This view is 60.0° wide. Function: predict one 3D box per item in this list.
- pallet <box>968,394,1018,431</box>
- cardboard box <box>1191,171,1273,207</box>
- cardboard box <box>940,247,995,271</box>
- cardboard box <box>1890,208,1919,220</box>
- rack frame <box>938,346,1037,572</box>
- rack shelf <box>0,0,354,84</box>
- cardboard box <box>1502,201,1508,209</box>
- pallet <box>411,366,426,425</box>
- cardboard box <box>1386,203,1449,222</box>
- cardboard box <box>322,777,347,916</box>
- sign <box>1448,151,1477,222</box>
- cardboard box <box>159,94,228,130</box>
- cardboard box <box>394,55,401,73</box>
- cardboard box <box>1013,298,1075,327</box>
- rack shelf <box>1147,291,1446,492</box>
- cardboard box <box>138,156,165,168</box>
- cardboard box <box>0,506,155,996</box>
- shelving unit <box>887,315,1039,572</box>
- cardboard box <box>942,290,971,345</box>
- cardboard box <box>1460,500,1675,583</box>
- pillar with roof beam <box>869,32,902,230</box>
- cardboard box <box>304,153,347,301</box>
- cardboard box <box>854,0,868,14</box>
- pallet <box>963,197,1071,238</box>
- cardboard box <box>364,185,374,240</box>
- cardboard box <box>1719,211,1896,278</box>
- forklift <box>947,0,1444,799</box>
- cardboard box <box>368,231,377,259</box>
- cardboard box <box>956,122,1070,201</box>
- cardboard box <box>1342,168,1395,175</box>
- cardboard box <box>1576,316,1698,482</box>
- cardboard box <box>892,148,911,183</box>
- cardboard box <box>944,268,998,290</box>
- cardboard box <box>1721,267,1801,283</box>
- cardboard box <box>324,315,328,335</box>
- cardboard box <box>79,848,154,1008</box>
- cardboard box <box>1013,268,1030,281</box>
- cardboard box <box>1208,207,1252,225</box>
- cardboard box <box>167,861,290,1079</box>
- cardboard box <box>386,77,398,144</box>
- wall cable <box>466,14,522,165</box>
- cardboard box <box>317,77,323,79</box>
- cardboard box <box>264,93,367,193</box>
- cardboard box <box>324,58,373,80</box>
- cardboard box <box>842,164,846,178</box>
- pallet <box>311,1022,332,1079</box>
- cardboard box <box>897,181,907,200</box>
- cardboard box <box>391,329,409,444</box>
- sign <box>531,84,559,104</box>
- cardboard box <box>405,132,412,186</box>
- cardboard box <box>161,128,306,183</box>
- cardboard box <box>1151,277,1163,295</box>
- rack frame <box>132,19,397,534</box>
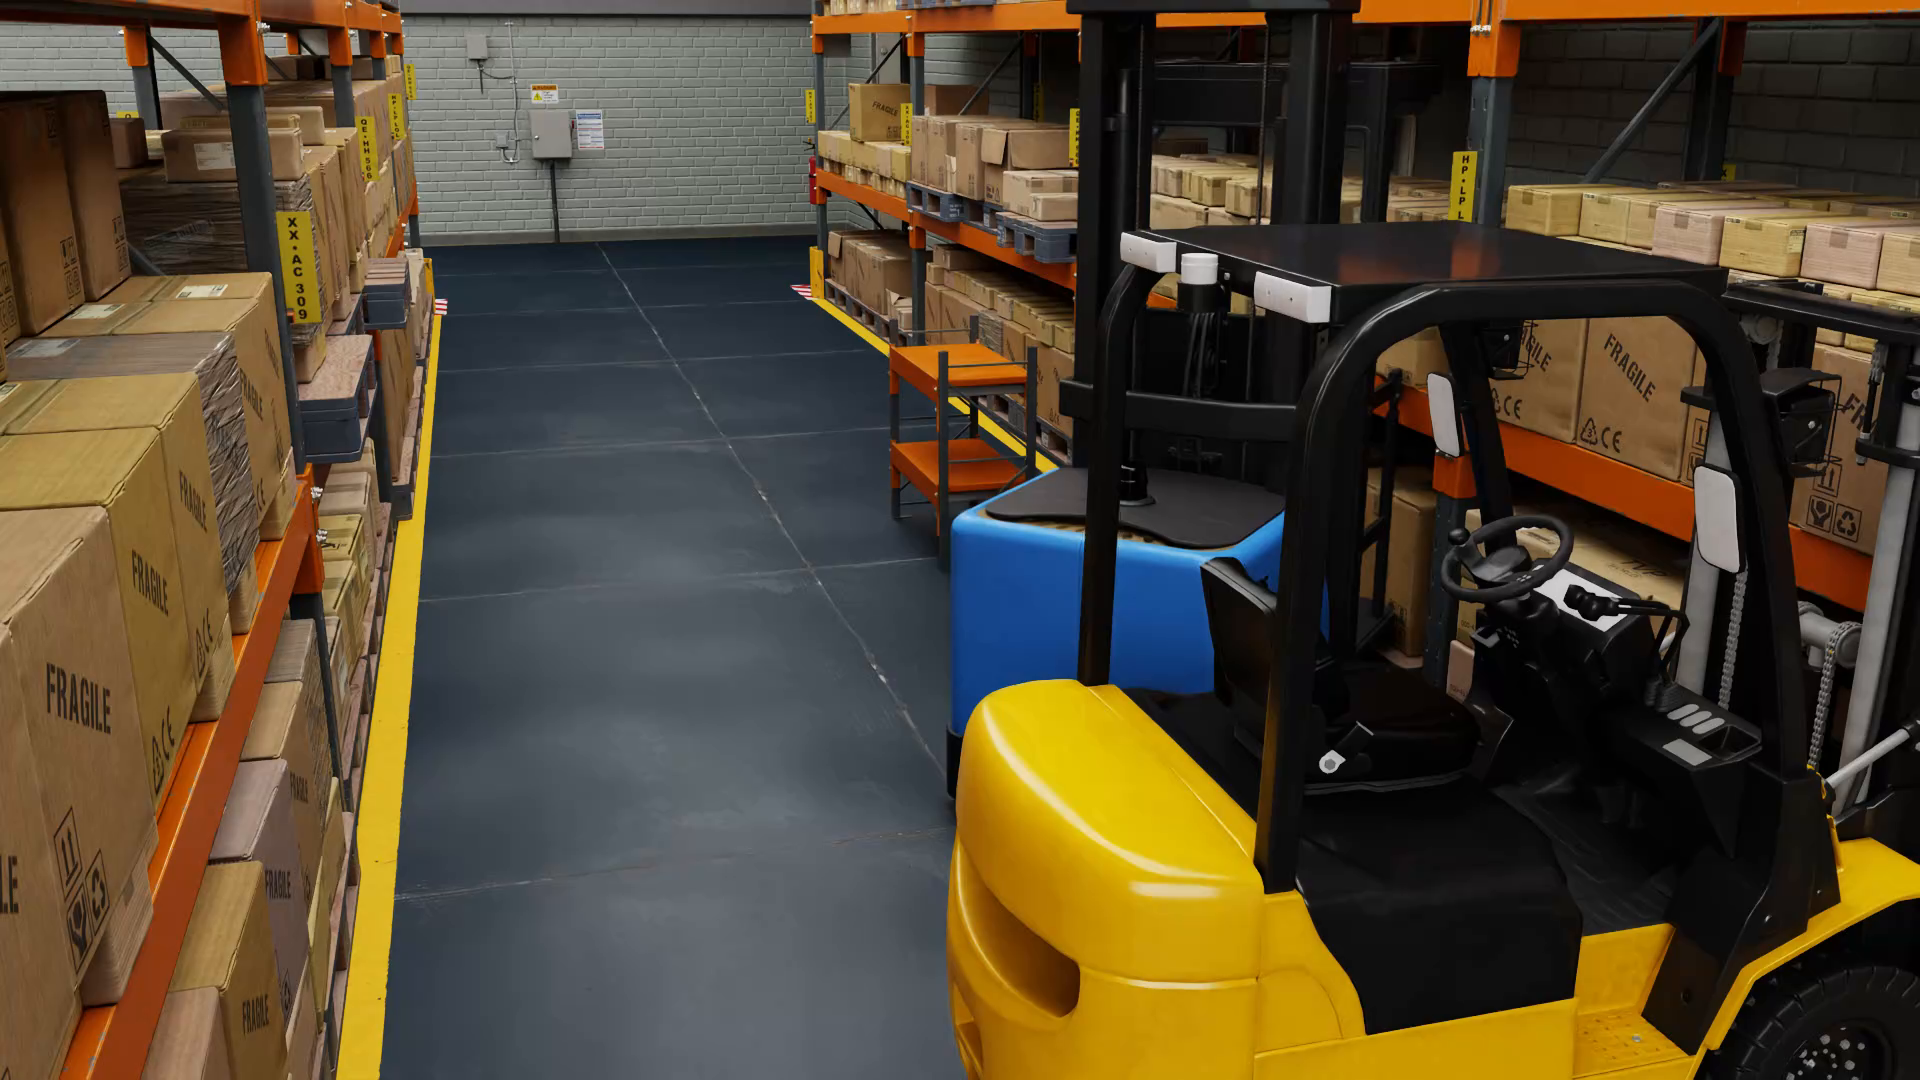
[{"bbox_3d":[0.697,-1.054,12.095,1.003,0.211,1.213,-5,17,-15],"label":"pallet"},{"bbox_3d":[1.367,-1.734,8.211,0.380,0.149,0.250,-4,17,-14],"label":"cardboard box"},{"bbox_3d":[0.059,-2.219,13.095,0.380,0.149,0.250,-6,18,-18],"label":"cardboard box"},{"bbox_3d":[2.971,-0.891,4.887,0.380,0.149,0.250,-5,17,-16],"label":"cardboard box"},{"bbox_3d":[0.138,-0.400,8.328,0.500,1.125,0.032,-5,17,-15],"label":"rack frame"},{"bbox_3d":[-3.024,-1.989,6.396,1.077,0.370,4.000,-5,17,-15],"label":"rack shelf"},{"bbox_3d":[2.384,-1.288,6.725,0.380,0.149,0.250,-5,18,-17],"label":"cardboard box"},{"bbox_3d":[-4.388,-1.014,11.959,1.003,0.211,1.213,-5,17,-15],"label":"pallet"},{"bbox_3d":[1.901,-1.243,6.573,0.380,0.149,0.250,-5,17,-16],"label":"cardboard box"},{"bbox_3d":[-2.054,0.914,4.744,0.500,0.250,0.500,-4,17,-13],"label":"cardboard box"},{"bbox_3d":[1.778,-1.208,5.885,0.100,0.325,0.005,-5,17,-15],"label":"sign"},{"bbox_3d":[-3.967,-2.099,8.814,0.500,0.500,0.500,-5,17,-17],"label":"cardboard box"},{"bbox_3d":[-5.236,-4.284,14.960,0.380,0.149,0.250,-5,17,-16],"label":"cardboard box"},{"bbox_3d":[0.586,-1.570,11.451,0.380,0.149,0.250,-5,17,-16],"label":"cardboard box"},{"bbox_3d":[1.747,-0.946,8.137,1.077,0.370,4.000,-5,17,-15],"label":"rack shelf"},{"bbox_3d":[-3.096,-1.125,6.063,0.500,0.500,0.500,-4,17,-13],"label":"cardboard box"},{"bbox_3d":[-1.384,0.276,2.127,0.500,0.500,0.500,-4,17,-14],"label":"cardboard box"},{"bbox_3d":[-0.002,-0.541,8.796,0.538,1.125,1.048,-5,17,-15],"label":"shelving unit"},{"bbox_3d":[0.171,-1.656,12.866,0.500,0.500,0.500,-5,17,-16],"label":"cardboard box"},{"bbox_3d":[2.128,0.058,5.855,0.500,0.250,0.500,-5,17,-16],"label":"cardboard box"},{"bbox_3d":[-5.014,-7.406,17.966,9.100,9.000,0.400,-5,17,-15],"label":"pillar with roof beam"},{"bbox_3d":[-2.588,-1.164,6.192,0.500,0.500,0.500,-5,17,-16],"label":"cardboard box"},{"bbox_3d":[-0.736,-4.766,14.827,0.380,0.149,0.250,-4,17,-14],"label":"cardboard box"},{"bbox_3d":[0.659,-2.289,11.693,1.003,0.211,1.213,-5,17,-15],"label":"pallet"},{"bbox_3d":[-3.475,-1.777,9.047,0.500,0.250,0.500,-5,17,-16],"label":"cardboard box"},{"bbox_3d":[2.406,-0.842,4.724,0.380,0.149,0.250,-5,17,-16],"label":"cardboard box"},{"bbox_3d":[1.117,-0.756,6.373,1.130,2.935,3.031,9,19,28],"label":"forklift"},{"bbox_3d":[-3.466,-1.534,9.104,0.500,0.250,0.500,-5,17,-16],"label":"cardboard box"},{"bbox_3d":[0.374,-2.687,11.780,0.700,0.500,0.500,-5,17,-16],"label":"cardboard box"},{"bbox_3d":[1.954,-1.785,8.379,0.380,0.149,0.250,-5,17,-16],"label":"cardboard box"},{"bbox_3d":[2.327,-0.499,5.225,0.500,0.500,0.500,-4,17,-14],"label":"cardboard box"},{"bbox_3d":[-0.276,-3.142,13.942,0.500,0.250,0.500,-4,17,-14],"label":"cardboard box"},{"bbox_3d":[0.092,-2.074,13.130,0.380,0.149,0.250,-5,17,-17],"label":"cardboard box"},{"bbox_3d":[2.370,-0.699,4.762,0.380,0.149,0.250,-5,17,-16],"label":"cardboard box"},{"bbox_3d":[-2.565,-0.819,6.171,0.380,0.149,0.250,-4,17,-14],"label":"cardboard box"},{"bbox_3d":[-1.373,0.550,2.342,0.380,0.149,0.250,-4,17,-14],"label":"cardboard box"},{"bbox_3d":[0.629,-2.047,13.039,0.380,0.149,0.250,-5,17,-15],"label":"cardboard box"},{"bbox_3d":[1.513,-1.445,7.940,0.500,0.250,0.500,-4,17,-14],"label":"cardboard box"},{"bbox_3d":[-1.616,0.984,3.208,0.500,0.500,0.500,-4,17,-14],"label":"cardboard box"},{"bbox_3d":[-4.704,-3.374,13.060,0.500,0.500,0.500,-5,17,-16],"label":"cardboard box"},{"bbox_3d":[-5.984,-5.823,21.356,0.588,1.984,0.122,-5,17,-15],"label":"wall cable"},{"bbox_3d":[-5.200,-3.333,12.922,0.500,0.500,0.500,-5,17,-16],"label":"cardboard box"},{"bbox_3d":[-3.474,-2.133,8.926,0.500,0.500,0.500,-5,18,-17],"label":"cardboard box"},{"bbox_3d":[-4.510,-3.502,12.356,0.380,0.149,0.250,-5,17,-16],"label":"cardboard box"},{"bbox_3d":[-0.944,-3.612,16.200,0.380,0.149,0.250,-4,17,-14],"label":"cardboard box"},{"bbox_3d":[-1.917,1.513,3.549,1.003,0.211,1.213,-5,17,-15],"label":"pallet"},{"bbox_3d":[-0.324,-2.968,14.056,0.380,0.149,0.250,-4,17,-14],"label":"cardboard box"},{"bbox_3d":[-3.925,-1.078,10.291,0.875,0.875,0.875,-4,17,-15],"label":"cardboard box"},{"bbox_3d":[-5.395,-5.795,21.594,0.339,0.242,0.001,-5,17,-15],"label":"sign"},{"bbox_3d":[-5.111,-3.317,14.606,0.500,0.500,0.500,-4,17,-14],"label":"cardboard box"},{"bbox_3d":[-2.264,-1.204,5.197,0.380,0.149,0.250,-5,17,-15],"label":"cardboard box"},{"bbox_3d":[1.218,-1.490,8.960,0.500,0.250,0.500,-5,17,-16],"label":"cardboard box"},{"bbox_3d":[-3.574,-1.450,8.565,1.000,3.000,0.127,-5,17,-15],"label":"rack frame"}]
